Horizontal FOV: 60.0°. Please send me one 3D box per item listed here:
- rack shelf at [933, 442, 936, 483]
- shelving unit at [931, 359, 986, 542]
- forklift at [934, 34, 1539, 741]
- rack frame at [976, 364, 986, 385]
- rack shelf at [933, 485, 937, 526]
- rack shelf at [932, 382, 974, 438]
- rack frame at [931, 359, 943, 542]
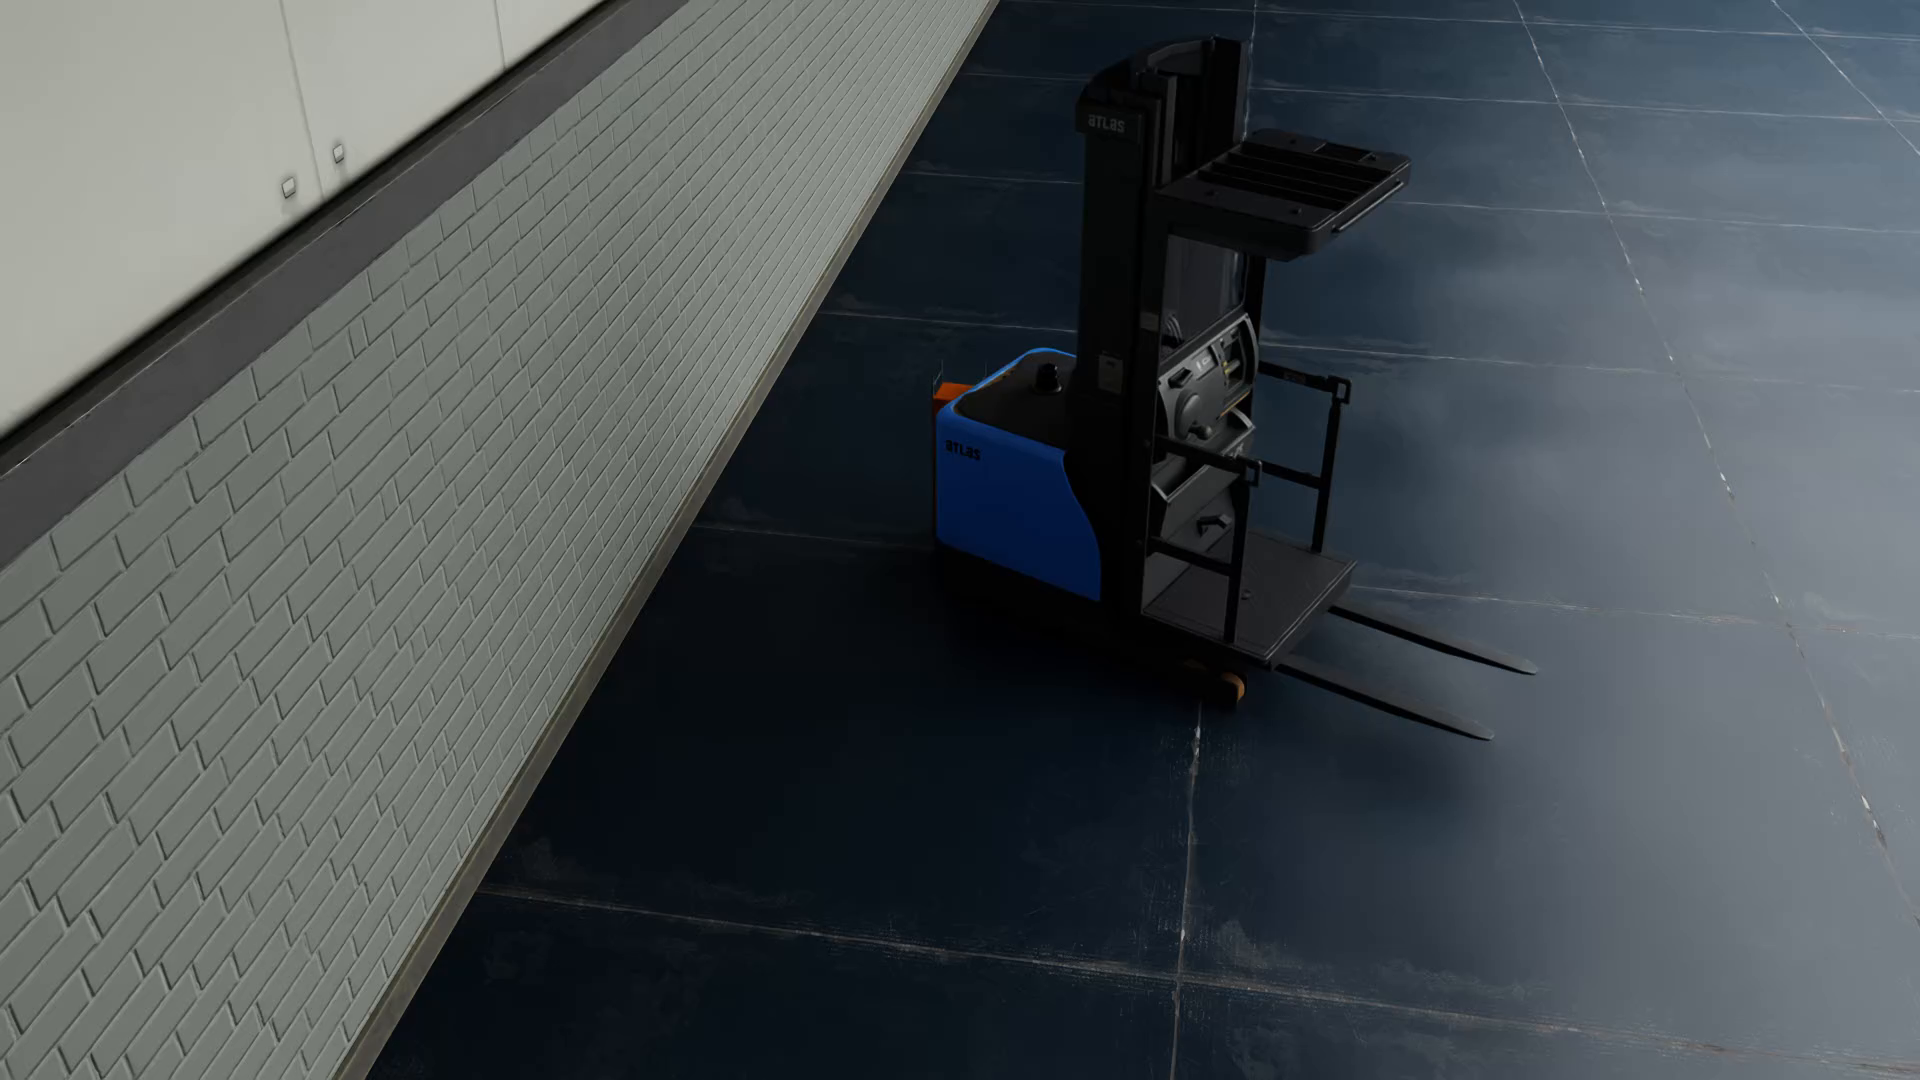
[{"bbox_3d":[-0.005,-0.462,9.192,0.240,0.259,0.215,8,33,13],"label":"rack shelf"},{"bbox_3d":[-0.005,-0.471,9.187,0.252,1.050,0.215,8,33,13],"label":"shelving unit"},{"bbox_3d":[1.361,-0.750,7.859,3.031,2.935,1.130,20,37,29],"label":"forklift"},{"bbox_3d":[0.113,-0.454,9.160,0.008,1.050,0.200,8,33,13],"label":"rack frame"},{"bbox_3d":[-0.005,-0.226,9.340,0.240,0.259,0.215,8,33,13],"label":"rack shelf"},{"bbox_3d":[-0.005,-0.702,9.042,0.240,0.259,0.215,8,33,13],"label":"rack shelf"},{"bbox_3d":[-0.123,-0.488,9.213,0.008,1.050,0.200,8,33,13],"label":"rack frame"}]
